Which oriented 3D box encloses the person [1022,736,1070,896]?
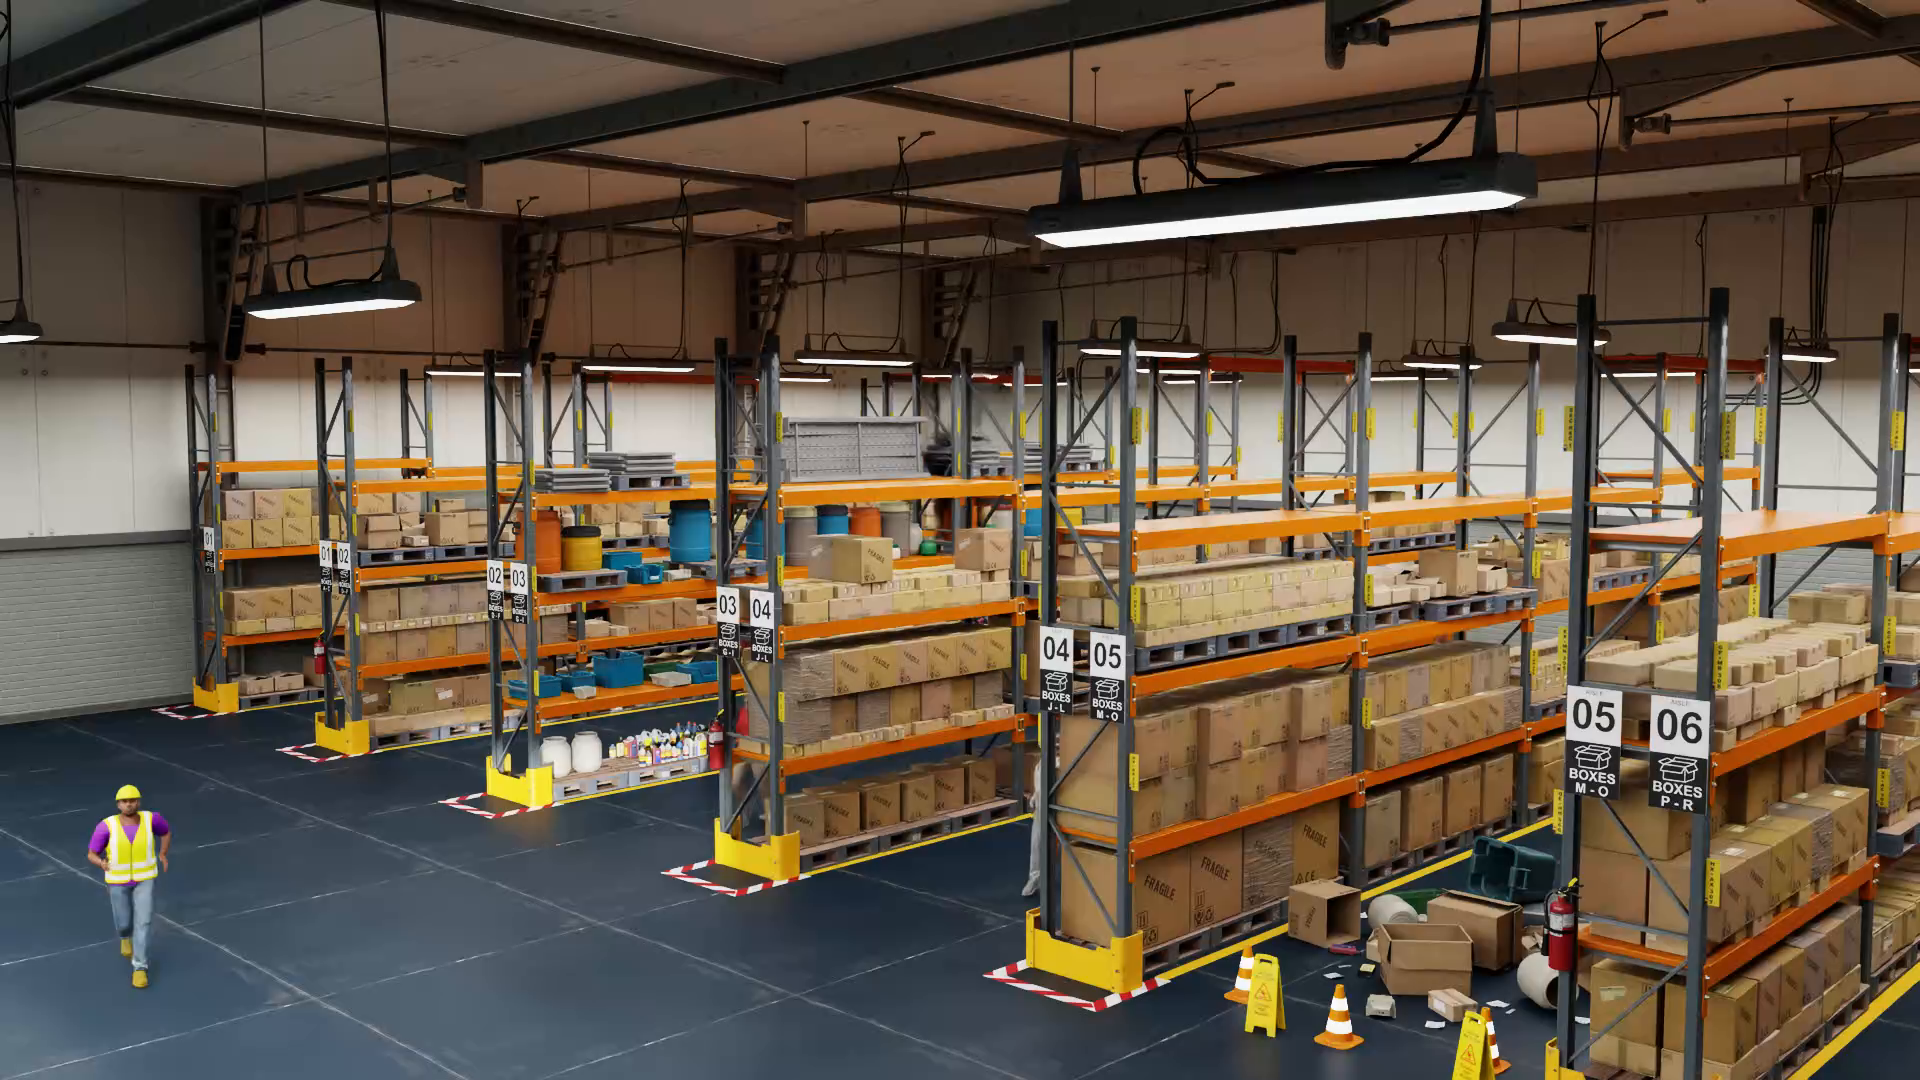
[{"bbox_3d":[0.979,2.920,17.926,0.614,1.690,0.886,3,5,37],"label":"person"}]

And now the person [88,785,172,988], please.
[{"bbox_3d":[-7.575,3.111,15.209,0.700,1.762,0.956,-2,5,-28],"label":"person"}]

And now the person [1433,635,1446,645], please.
[{"bbox_3d":[7.671,2.308,26.696,0.518,1.631,0.783,4,6,40],"label":"person"}]

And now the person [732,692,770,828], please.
[{"bbox_3d":[-2.594,2.731,20.723,0.627,1.767,0.826,2,5,27],"label":"person"}]
